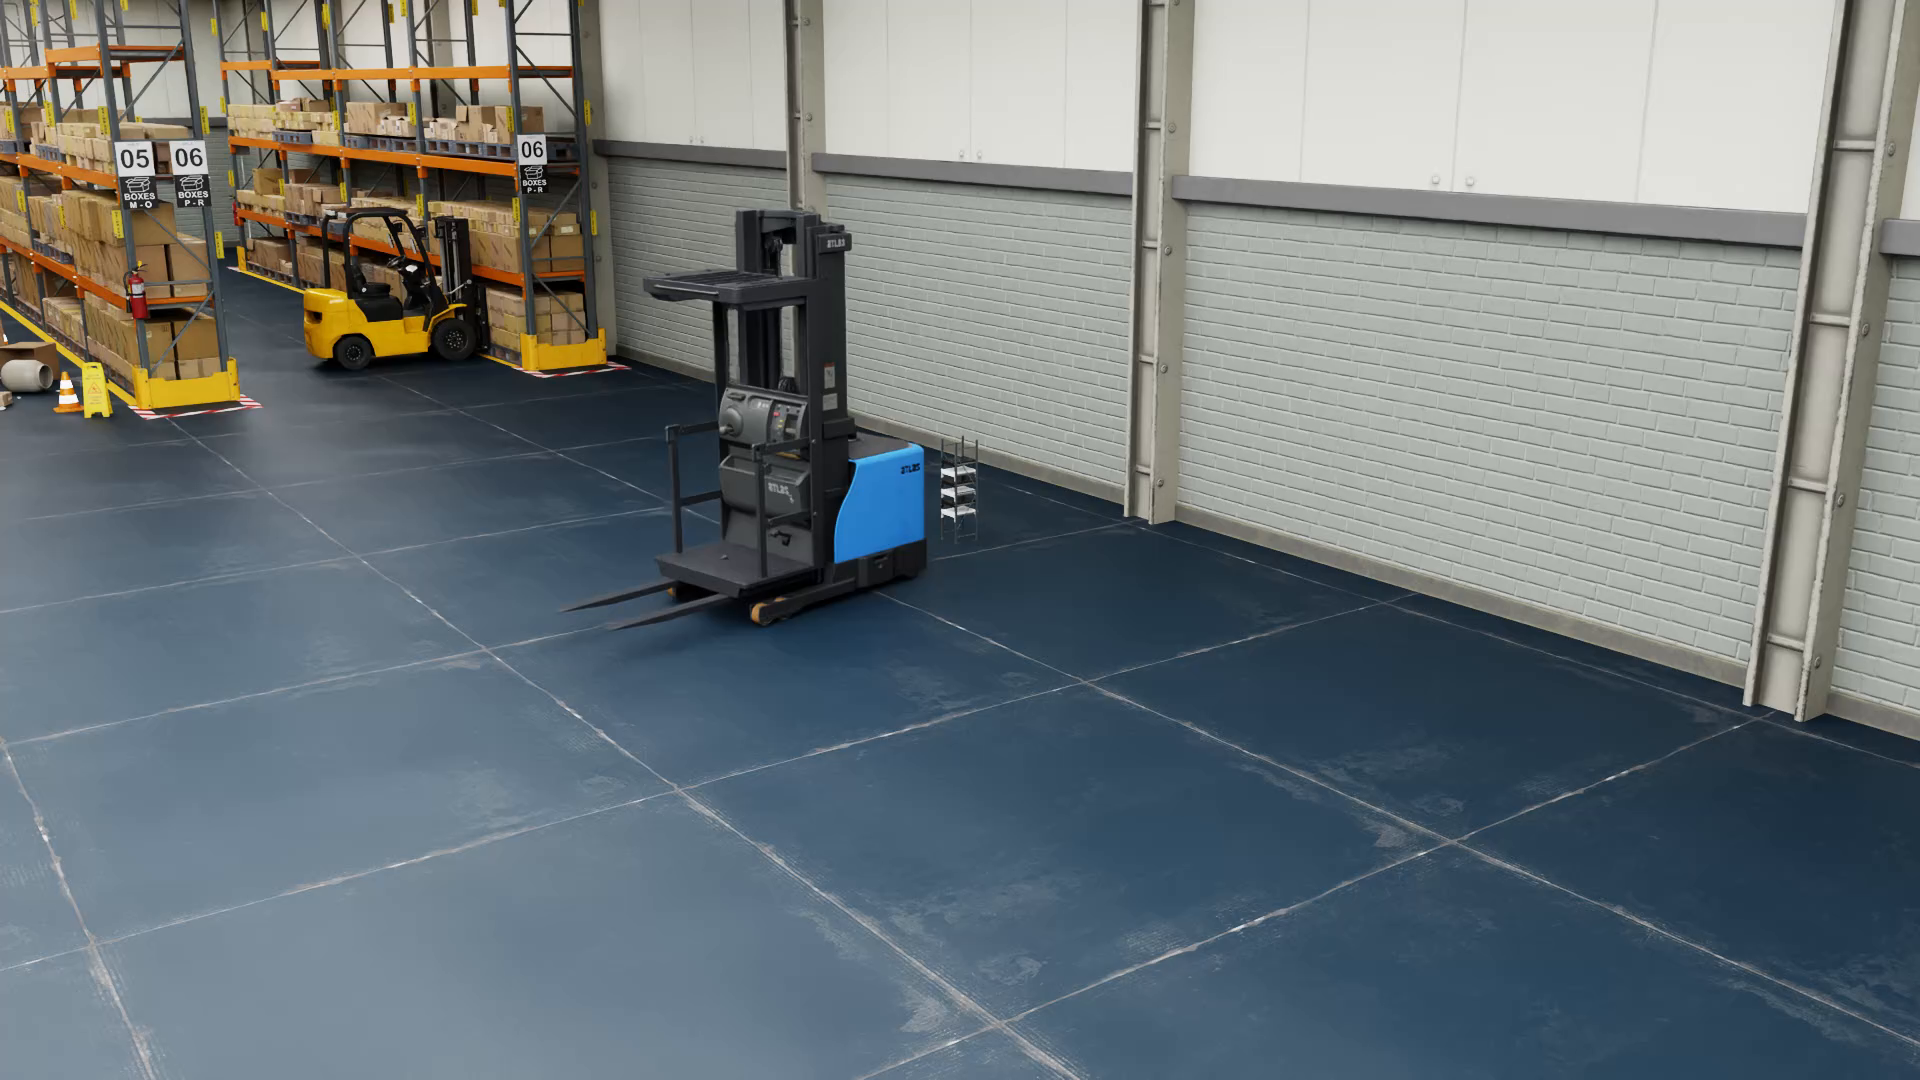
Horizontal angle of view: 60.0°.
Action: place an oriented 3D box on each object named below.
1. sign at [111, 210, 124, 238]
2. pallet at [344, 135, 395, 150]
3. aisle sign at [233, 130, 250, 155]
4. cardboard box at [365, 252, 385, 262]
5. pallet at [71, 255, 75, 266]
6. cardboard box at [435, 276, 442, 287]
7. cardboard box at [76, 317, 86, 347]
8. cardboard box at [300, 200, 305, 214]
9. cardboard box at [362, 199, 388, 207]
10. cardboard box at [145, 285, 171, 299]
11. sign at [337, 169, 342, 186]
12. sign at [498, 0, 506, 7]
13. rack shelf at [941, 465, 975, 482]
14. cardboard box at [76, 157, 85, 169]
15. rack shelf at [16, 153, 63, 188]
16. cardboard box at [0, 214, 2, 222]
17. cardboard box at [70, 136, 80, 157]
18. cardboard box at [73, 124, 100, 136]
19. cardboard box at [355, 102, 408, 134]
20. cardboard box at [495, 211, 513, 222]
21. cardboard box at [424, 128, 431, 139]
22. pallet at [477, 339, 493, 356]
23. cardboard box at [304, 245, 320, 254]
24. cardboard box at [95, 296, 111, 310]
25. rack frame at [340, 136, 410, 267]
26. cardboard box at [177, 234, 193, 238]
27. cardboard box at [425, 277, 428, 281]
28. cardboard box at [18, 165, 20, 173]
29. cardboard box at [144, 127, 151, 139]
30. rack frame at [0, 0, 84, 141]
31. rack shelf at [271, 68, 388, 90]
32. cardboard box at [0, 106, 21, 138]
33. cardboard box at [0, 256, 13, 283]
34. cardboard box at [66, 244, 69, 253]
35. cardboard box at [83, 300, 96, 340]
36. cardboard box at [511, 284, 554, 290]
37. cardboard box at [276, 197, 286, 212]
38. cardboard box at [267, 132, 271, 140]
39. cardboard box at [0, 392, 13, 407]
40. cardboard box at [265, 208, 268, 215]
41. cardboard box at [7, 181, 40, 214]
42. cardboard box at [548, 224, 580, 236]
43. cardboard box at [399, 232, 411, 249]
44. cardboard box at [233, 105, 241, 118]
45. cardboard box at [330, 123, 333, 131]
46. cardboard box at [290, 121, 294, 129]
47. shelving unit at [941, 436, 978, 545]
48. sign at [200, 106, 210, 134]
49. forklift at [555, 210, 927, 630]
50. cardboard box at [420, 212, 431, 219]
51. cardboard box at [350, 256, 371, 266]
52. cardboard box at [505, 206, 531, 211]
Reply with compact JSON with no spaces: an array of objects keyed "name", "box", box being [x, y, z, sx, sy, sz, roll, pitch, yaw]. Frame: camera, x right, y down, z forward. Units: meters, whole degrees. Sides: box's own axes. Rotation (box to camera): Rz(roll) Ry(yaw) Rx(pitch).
[{"name":"sign","box":[-10.096,-3.785,19.931,0.100,0.325,0.005,-11,19,-35]},{"name":"pallet","box":[-9.855,-6.860,28.635,1.213,0.211,1.003,-10,18,-32]},{"name":"aisle sign","box":[-15.307,-8.567,35.269,0.394,0.787,0.004,-11,19,-35]},{"name":"cardboard box","box":[-10.726,-5.207,30.628,0.380,0.149,0.250,-11,19,-34]},{"name":"pallet","box":[-12.319,-4.103,24.250,1.003,0.211,1.213,-11,19,-35]},{"name":"cardboard box","box":[-7.944,-3.988,25.984,0.500,0.250,0.500,-11,19,-35]},{"name":"cardboard box","box":[-12.297,-3.057,24.245,0.950,0.372,0.625,-11,19,-34]},{"name":"cardboard box","box":[-12.171,-6.271,31.266,0.396,0.266,0.258,-10,18,-32]},{"name":"cardboard box","box":[-10.047,-5.775,28.576,0.380,0.149,0.250,-10,18,-33]},{"name":"cardboard box","box":[-10.028,-3.081,20.629,0.380,0.149,0.250,-10,18,-33]},{"name":"sign","box":[-12.231,-7.135,32.770,0.100,0.325,0.005,-11,19,-35]},{"name":"sign","box":[-6.070,-7.228,22.021,0.100,0.325,0.005,-11,19,-35]},{"name":"rack shelf","box":[-0.005,-0.577,14.425,0.258,0.077,0.200,-11,19,-35]},{"name":"cardboard box","box":[-11.315,-4.942,21.745,0.380,0.149,0.250,-11,19,-36]},{"name":"rack shelf","box":[-13.163,-5.537,24.805,1.077,0.370,4.000,-11,19,-35]},{"name":"cardboard box","box":[-16.660,-5.749,29.238,0.500,0.250,0.500,-12,19,-36]},{"name":"cardboard box","box":[-11.355,-5.174,21.836,0.500,0.250,0.500,-11,19,-34]},{"name":"cardboard box","box":[-11.422,-5.388,21.864,0.380,0.149,0.250,-12,19,-36]},{"name":"cardboard box","box":[-9.720,-7.097,27.966,0.700,0.500,0.500,-11,19,-36]},{"name":"cardboard box","box":[-6.435,-4.640,23.865,0.380,0.149,0.250,-11,19,-34]},{"name":"cardboard box","box":[-7.956,-6.215,25.410,0.380,0.149,0.250,-10,18,-33]},{"name":"pallet","box":[-6.819,-2.999,25.135,1.003,0.211,1.213,-11,19,-35]},{"name":"cardboard box","box":[-12.457,-5.634,32.191,0.380,0.149,0.250,-11,19,-36]},{"name":"cardboard box","box":[-11.369,-3.191,22.315,0.380,0.149,0.250,-10,18,-31]},{"name":"rack frame","box":[-10.326,-5.636,29.484,1.000,3.000,0.127,-11,19,-35]},{"name":"cardboard box","box":[-10.297,-3.711,21.698,0.500,0.500,0.500,-11,19,-36]},{"name":"cardboard box","box":[-8.290,-3.948,27.022,0.875,0.625,0.625,-10,18,-32]},{"name":"cardboard box","box":[-16.830,-6.722,30.141,0.380,0.149,0.250,-11,19,-34]},{"name":"cardboard box","box":[-9.840,-5.025,20.538,0.380,0.149,0.250,-11,19,-35]},{"name":"rack frame","box":[-14.339,-7.758,25.875,1.000,3.000,0.127,-11,19,-35]},{"name":"rack shelf","box":[-11.502,-8.416,30.401,1.077,0.370,4.000,-11,19,-35]},{"name":"cardboard box","box":[-15.610,-6.893,27.412,0.500,0.500,0.500,-11,19,-34]},{"name":"cardboard box","box":[-18.029,-5.220,32.023,0.875,0.438,0.875,-10,18,-33]},{"name":"cardboard box","box":[-12.654,-4.218,23.984,0.380,0.149,0.250,-12,19,-36]},{"name":"cardboard box","box":[-11.858,-3.080,23.141,0.500,0.500,0.500,-10,18,-32]},{"name":"cardboard box","box":[-6.334,-3.632,24.685,0.500,0.250,0.500,-11,19,-35]},{"name":"cardboard box","box":[-13.175,-6.632,32.845,0.500,0.250,0.500,-10,18,-33]},{"name":"cardboard box","box":[-13.421,-7.958,32.763,0.380,0.149,0.250,-10,18,-33]},{"name":"cardboard box","box":[-12.039,-1.747,20.678,0.380,0.149,0.250,-2,15,-6]},{"name":"cardboard box","box":[-13.963,-6.730,33.958,0.380,0.149,0.250,-11,19,-35]},{"name":"cardboard box","box":[-15.449,-5.680,27.563,0.500,0.500,0.500,-11,19,-34]},{"name":"cardboard box","box":[-5.612,-4.401,23.556,0.380,0.149,0.250,-11,19,-36]},{"name":"cardboard box","box":[-8.782,-4.883,27.017,0.500,0.250,0.500,-11,19,-35]},{"name":"cardboard box","box":[-14.688,-8.858,34.348,0.500,0.250,0.500,-11,19,-35]},{"name":"cardboard box","box":[-11.000,-7.359,29.628,0.380,0.149,0.250,-10,18,-33]},{"name":"cardboard box","box":[-12.221,-7.723,30.919,0.380,0.149,0.250,-11,19,-35]},{"name":"shelving unit","box":[-0.005,-0.436,14.464,0.258,0.900,0.210,-11,19,-35]},{"name":"sign","box":[-9.196,-5.109,20.221,0.100,0.325,0.005,-11,19,-35]},{"name":"forklift","box":[-1.635,-0.934,12.437,1.130,2.935,3.031,14,20,41]},{"name":"cardboard box","box":[-8.355,-5.181,26.405,0.380,0.149,0.250,-10,18,-33]},{"name":"cardboard box","box":[-10.821,-5.011,29.915,0.380,0.149,0.250,-12,19,-37]},{"name":"cardboard box","box":[-6.533,-4.871,24.711,0.380,0.149,0.250,-11,19,-34]}]
